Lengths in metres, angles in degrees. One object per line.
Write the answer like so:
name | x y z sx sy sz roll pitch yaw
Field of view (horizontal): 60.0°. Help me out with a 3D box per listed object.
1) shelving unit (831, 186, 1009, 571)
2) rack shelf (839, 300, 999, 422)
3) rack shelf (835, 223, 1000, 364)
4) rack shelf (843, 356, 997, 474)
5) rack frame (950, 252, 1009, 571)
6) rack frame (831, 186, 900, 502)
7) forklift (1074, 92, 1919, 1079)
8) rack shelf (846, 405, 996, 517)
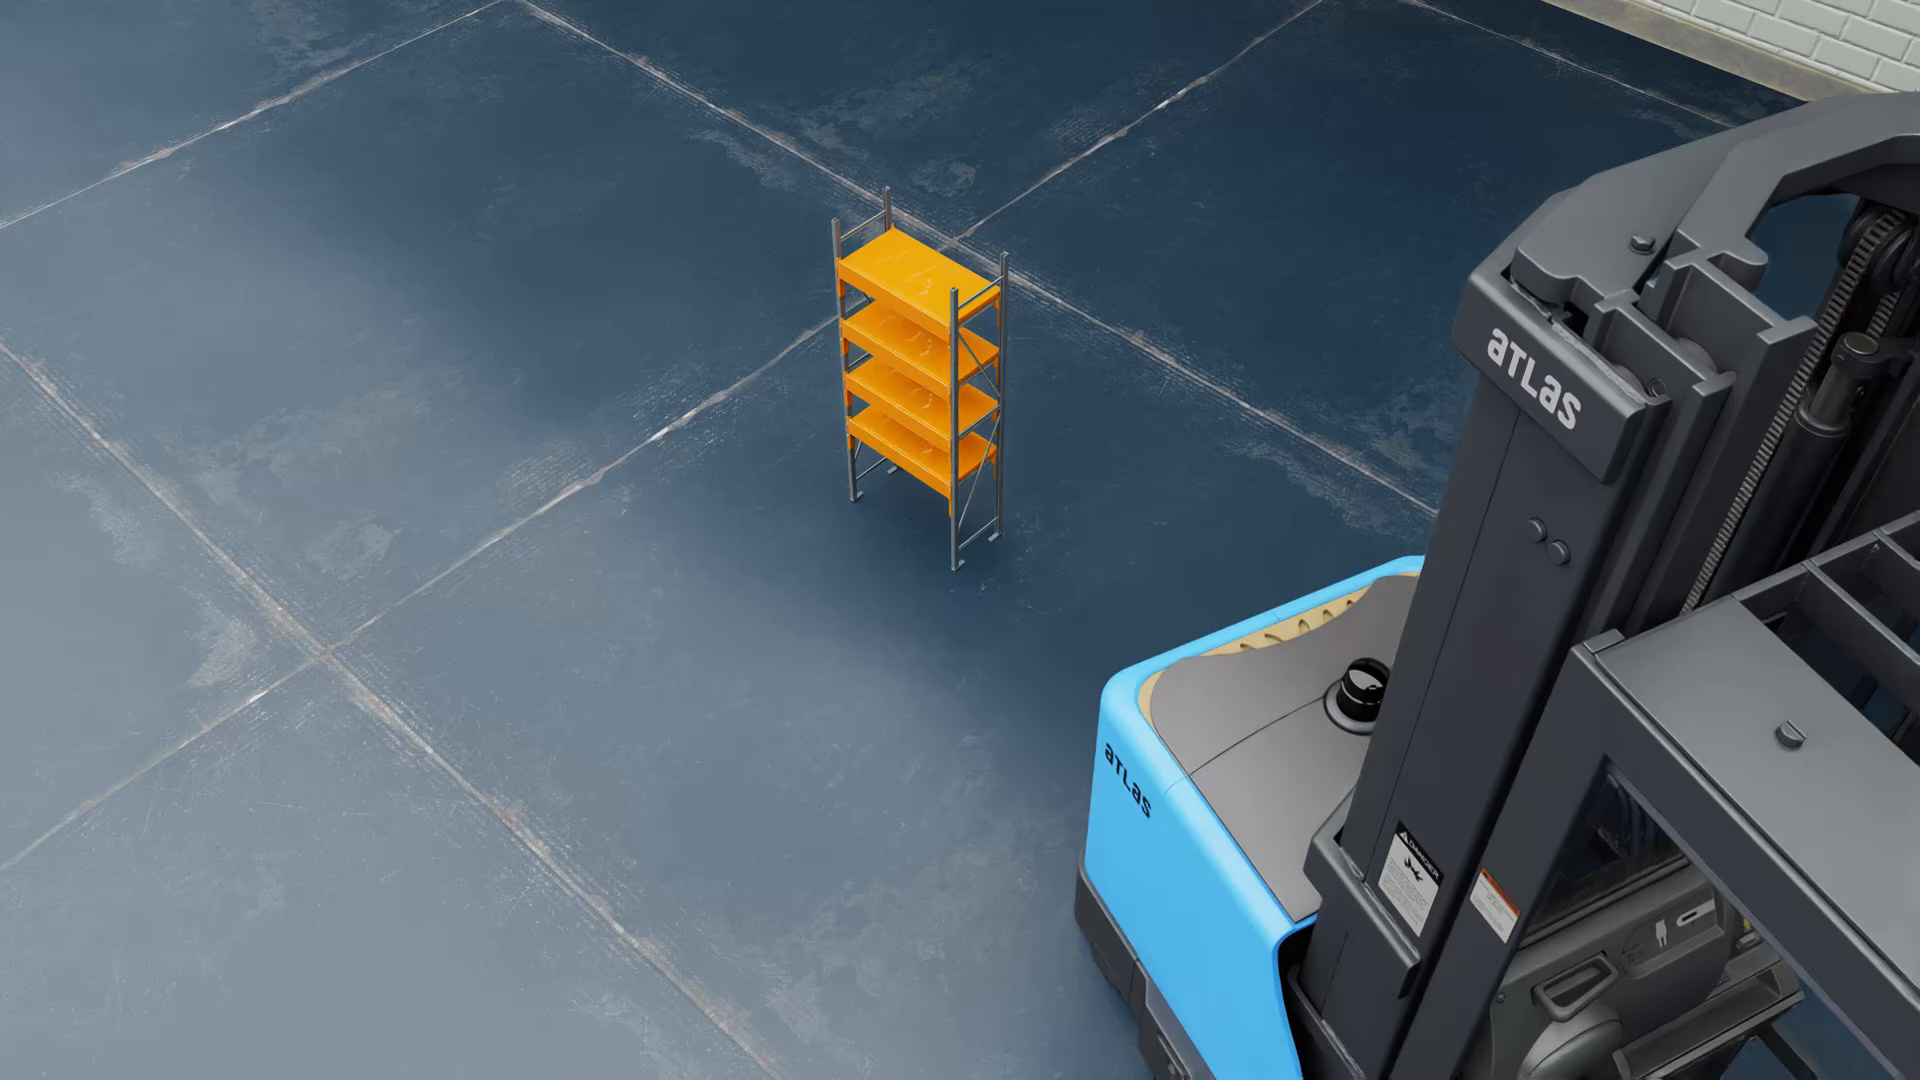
shelving unit | -0.122 -0.493 5.389 0.503 1.200 0.258 34 55 28
rack shelf | -0.122 -0.600 5.275 0.480 0.148 0.258 34 55 28
rack shelf | -0.122 -0.762 5.103 0.480 0.148 0.258 34 55 28
rack shelf | -0.122 -0.446 5.438 0.480 0.148 0.258 34 55 28
rack frame | 0.058 -0.372 5.276 0.015 1.200 0.240 34 55 28
rack frame | -0.301 -0.613 5.503 0.015 1.200 0.240 34 55 28
forklift | 1.430 0.869 2.924 1.130 2.935 3.031 -20 50 -18
rack shelf | -0.122 -0.311 5.583 0.480 0.148 0.258 34 55 28
